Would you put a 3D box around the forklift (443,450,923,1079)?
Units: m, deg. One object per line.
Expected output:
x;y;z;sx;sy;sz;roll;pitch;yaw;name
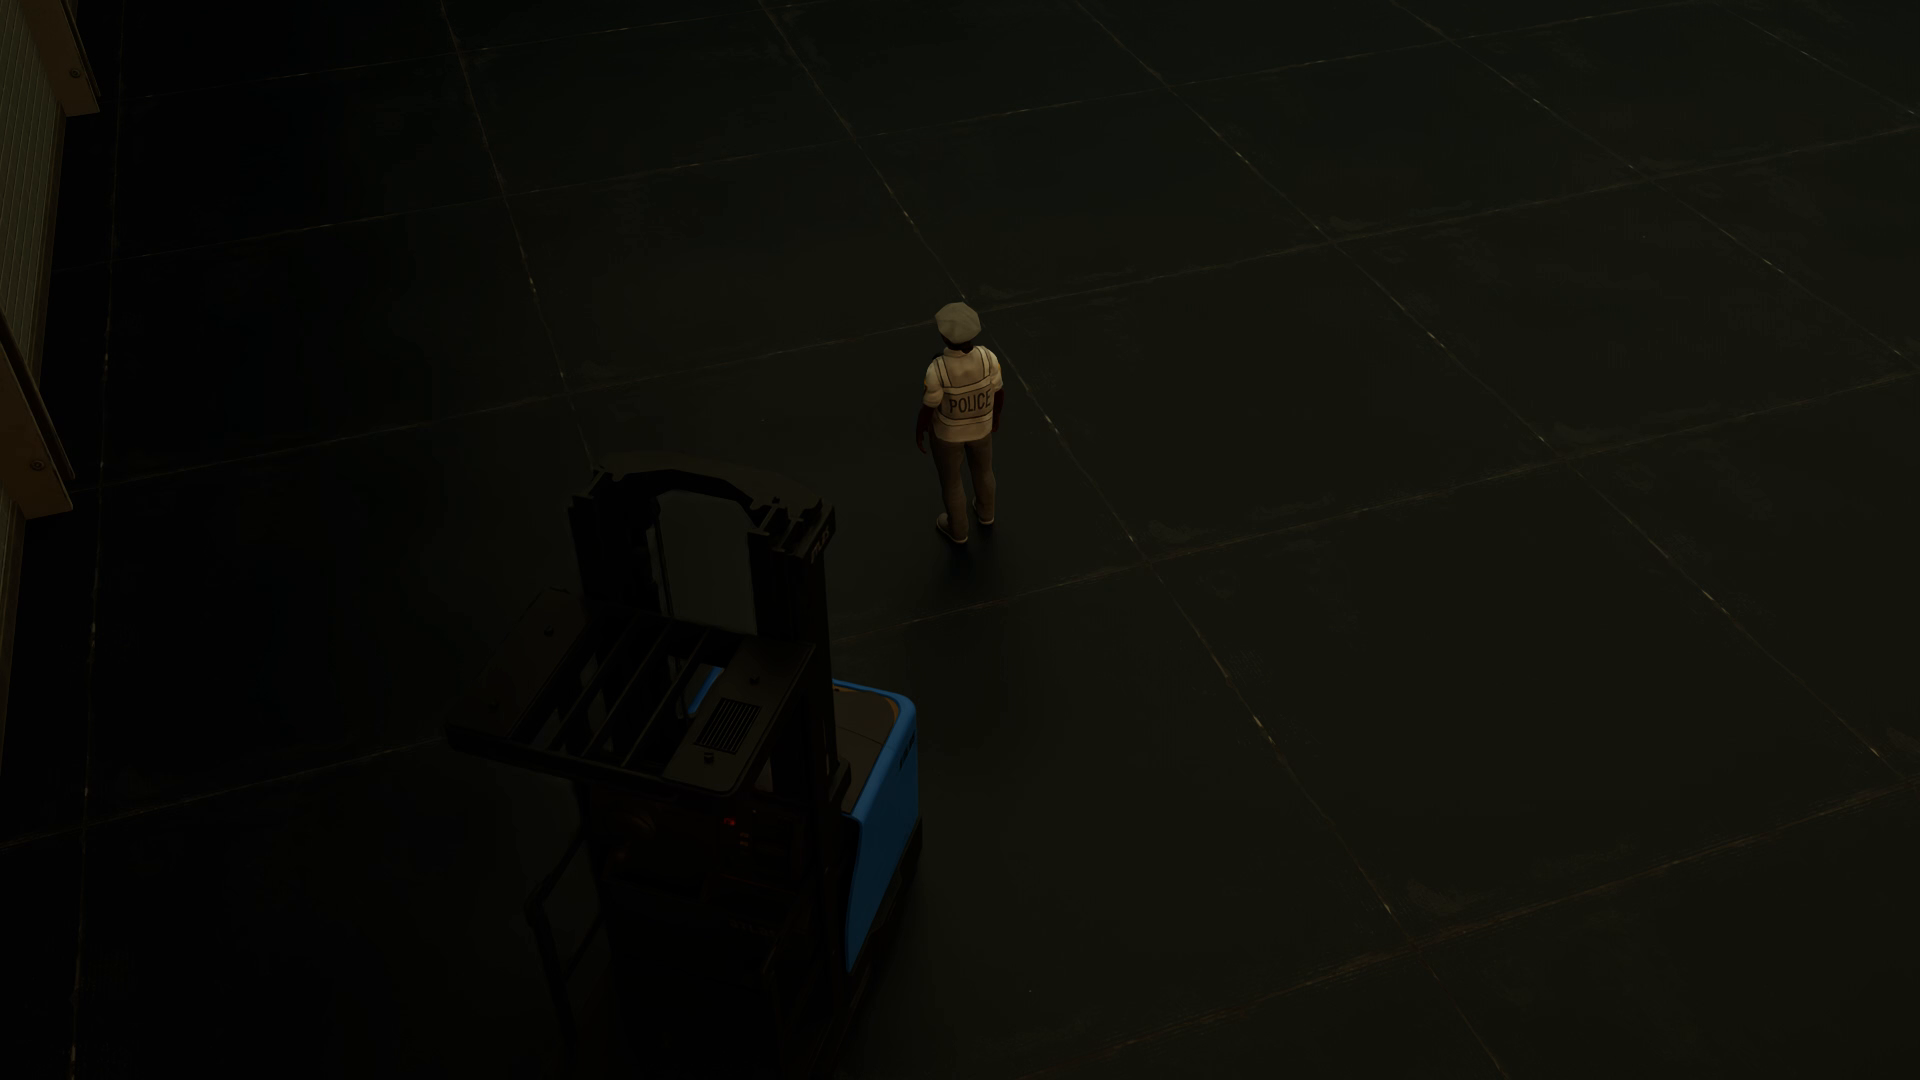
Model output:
-1.120;1.241;6.519;1.130;2.935;3.031;12;41;13;forklift

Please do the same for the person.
-0.007;-0.704;9.785;0.569;1.695;0.530;-13;42;-15;person
